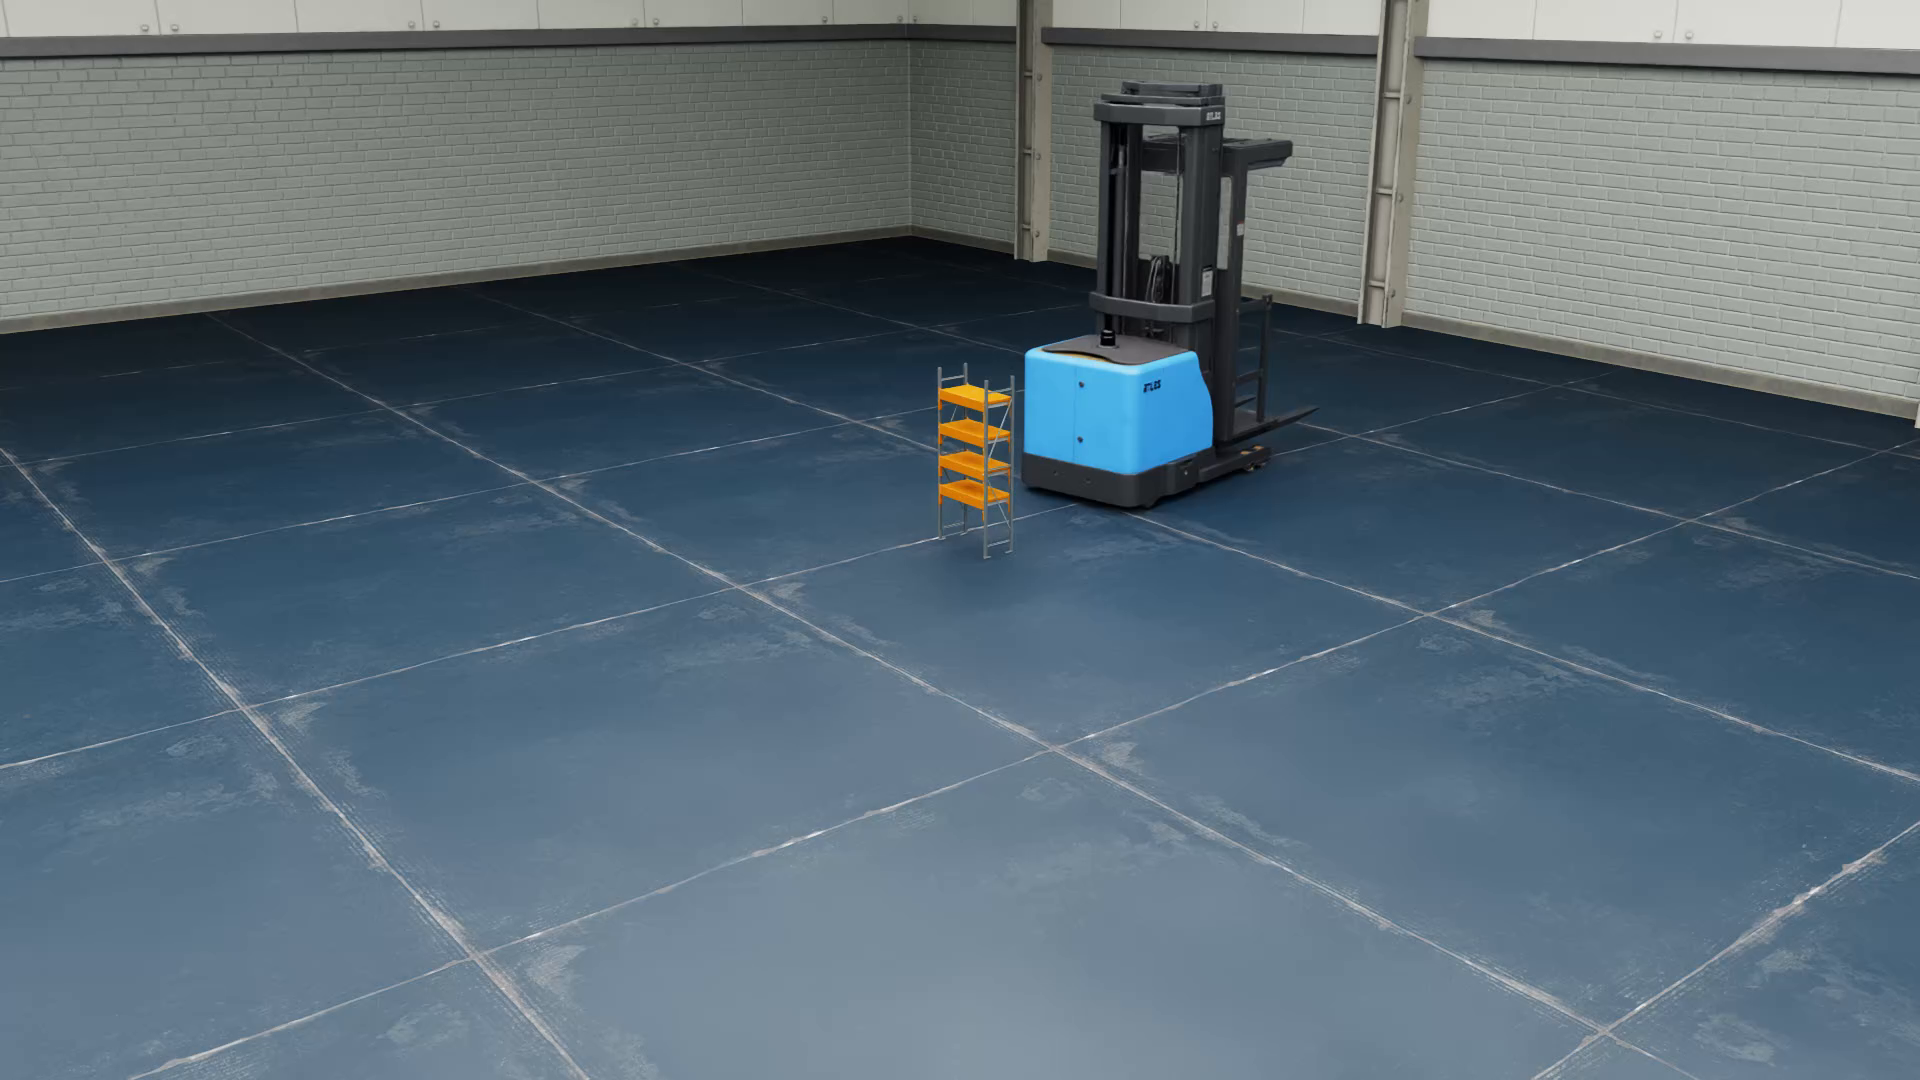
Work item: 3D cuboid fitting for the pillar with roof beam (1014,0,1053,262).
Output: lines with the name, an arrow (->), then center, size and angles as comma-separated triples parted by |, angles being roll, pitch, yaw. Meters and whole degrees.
pillar with roof beam -> -2.381, -7.340, 19.214 | 9.100, 9.000, 0.400 | -14, 23, -36

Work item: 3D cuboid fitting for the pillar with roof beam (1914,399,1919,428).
pillar with roof beam -> 5.070, -4.383, 10.284 | 9.100, 9.000, 0.400 | -14, 23, -36

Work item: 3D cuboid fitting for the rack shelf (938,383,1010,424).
rack shelf -> 0.103, -0.902, 10.927 | 0.258, 0.148, 0.480 | -14, 23, -36

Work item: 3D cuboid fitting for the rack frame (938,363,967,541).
rack frame -> -0.049, -0.589, 11.232 | 0.240, 1.200, 0.015 | -14, 23, -36

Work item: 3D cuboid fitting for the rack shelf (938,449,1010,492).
rack shelf -> 0.103, -0.465, 11.072 | 0.258, 0.148, 0.480 | -14, 23, -36

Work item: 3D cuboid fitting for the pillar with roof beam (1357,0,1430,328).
pillar with roof beam -> 1.344, -5.862, 14.749 | 9.100, 9.000, 0.400 | -14, 23, -36

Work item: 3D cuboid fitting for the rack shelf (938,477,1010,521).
rack shelf -> 0.103, -0.276, 11.134 | 0.258, 0.148, 0.480 | -14, 23, -36

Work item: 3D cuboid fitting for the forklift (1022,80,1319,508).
forklift -> 1.800, -2.012, 12.776 | 1.130, 2.935, 3.031 | 15, 24, 38

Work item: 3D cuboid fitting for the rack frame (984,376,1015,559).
rack frame -> 0.254, -0.469, 10.869 | 0.240, 1.200, 0.015 | -14, 23, -36

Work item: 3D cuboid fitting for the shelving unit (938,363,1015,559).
shelving unit -> 0.103, -0.529, 11.051 | 0.258, 1.200, 0.503 | -14, 23, -36

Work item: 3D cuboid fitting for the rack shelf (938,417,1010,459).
rack shelf -> 0.103, -0.677, 11.002 | 0.258, 0.148, 0.480 | -14, 23, -36
